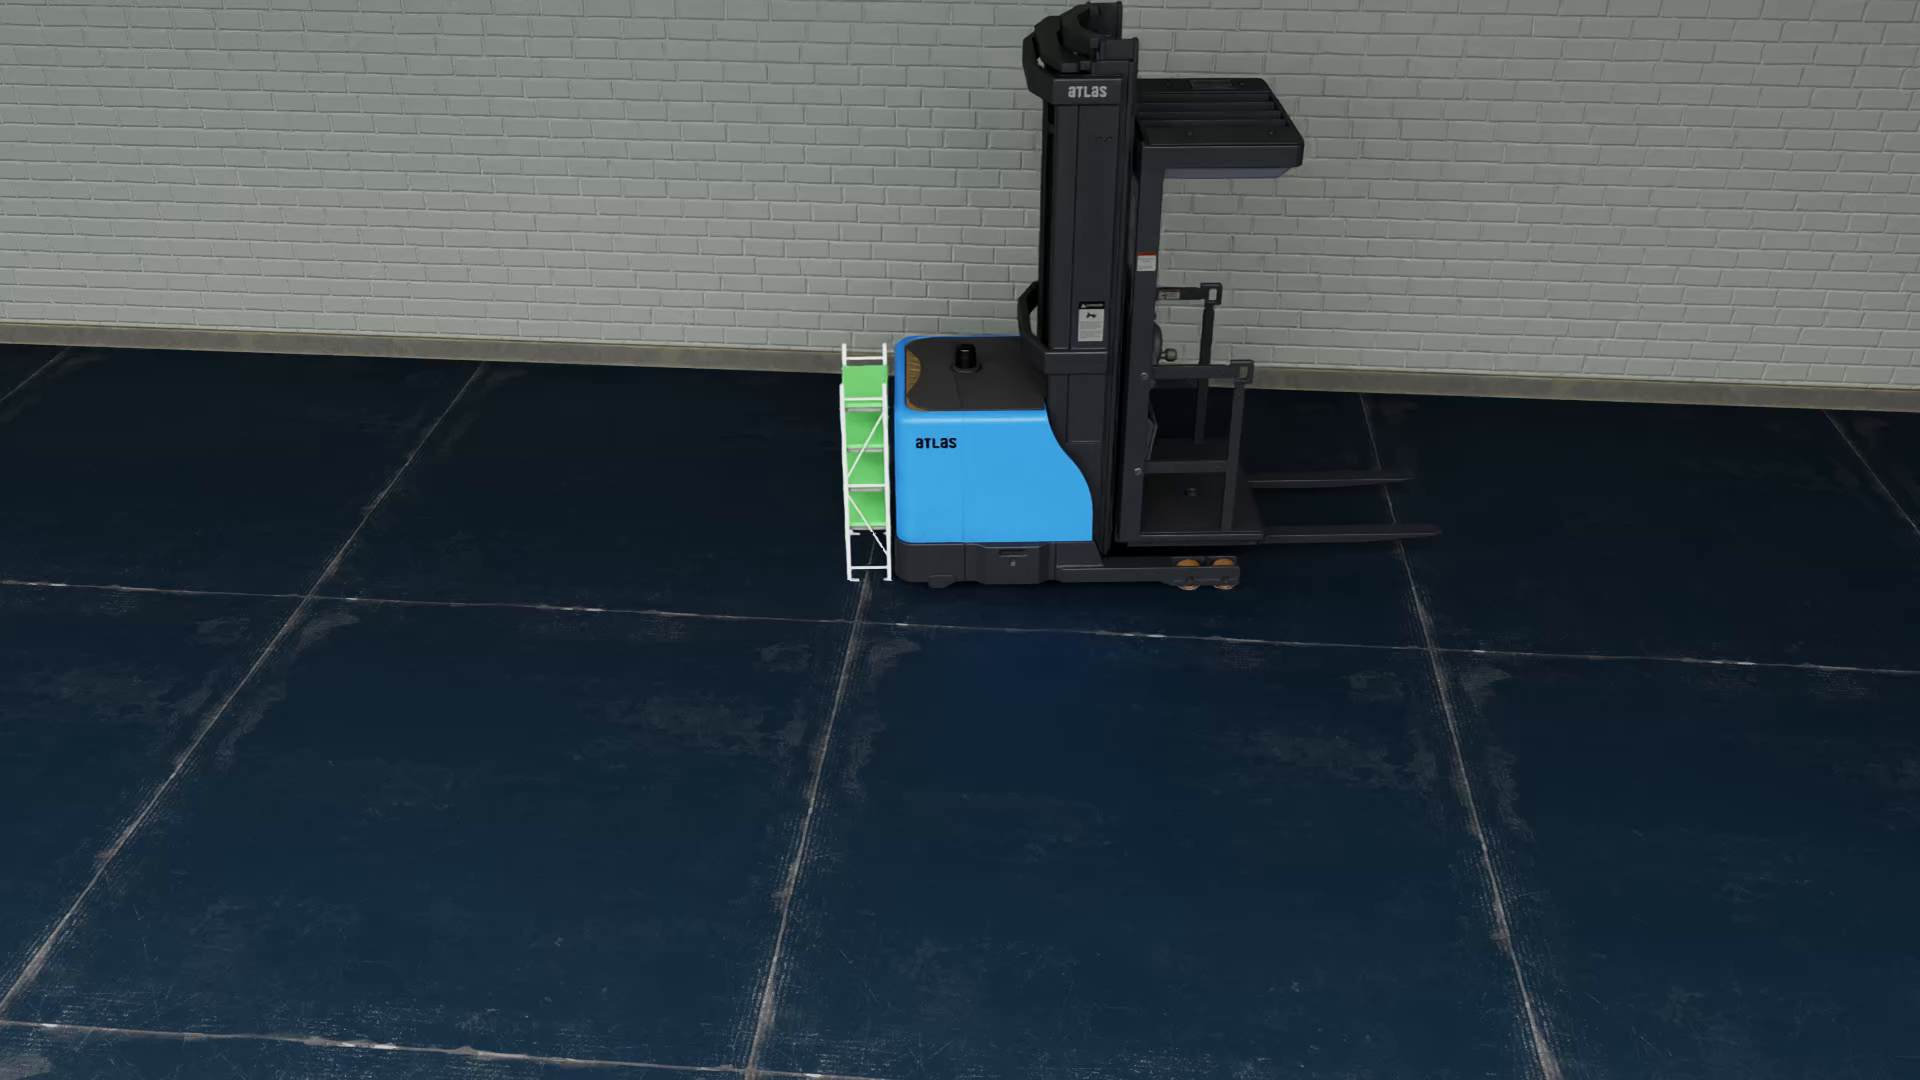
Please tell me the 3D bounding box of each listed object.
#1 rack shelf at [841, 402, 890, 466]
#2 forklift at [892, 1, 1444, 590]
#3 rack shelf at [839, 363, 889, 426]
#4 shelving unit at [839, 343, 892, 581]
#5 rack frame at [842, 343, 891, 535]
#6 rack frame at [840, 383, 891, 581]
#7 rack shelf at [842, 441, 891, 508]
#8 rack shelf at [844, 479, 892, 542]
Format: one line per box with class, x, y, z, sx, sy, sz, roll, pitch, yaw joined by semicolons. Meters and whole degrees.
rack shelf;-0.507;-0.567;8.971;0.258;0.148;0.480;-1;32;-2
forklift;1.147;-1.253;8.769;3.031;2.935;1.130;-1;32;-1
rack shelf;-0.507;-0.771;8.845;0.258;0.148;0.480;-1;32;-2
shelving unit;-0.507;-0.417;9.064;0.258;1.200;0.503;-1;32;-2
rack frame;-0.516;-0.545;9.271;0.240;1.200;0.015;-1;32;-2
rack frame;-0.498;-0.289;8.856;0.240;1.200;0.015;-1;32;-2
rack shelf;-0.507;-0.363;9.097;0.258;0.148;0.480;-1;32;-2
rack shelf;-0.507;-0.158;9.223;0.258;0.148;0.480;-1;32;-2
